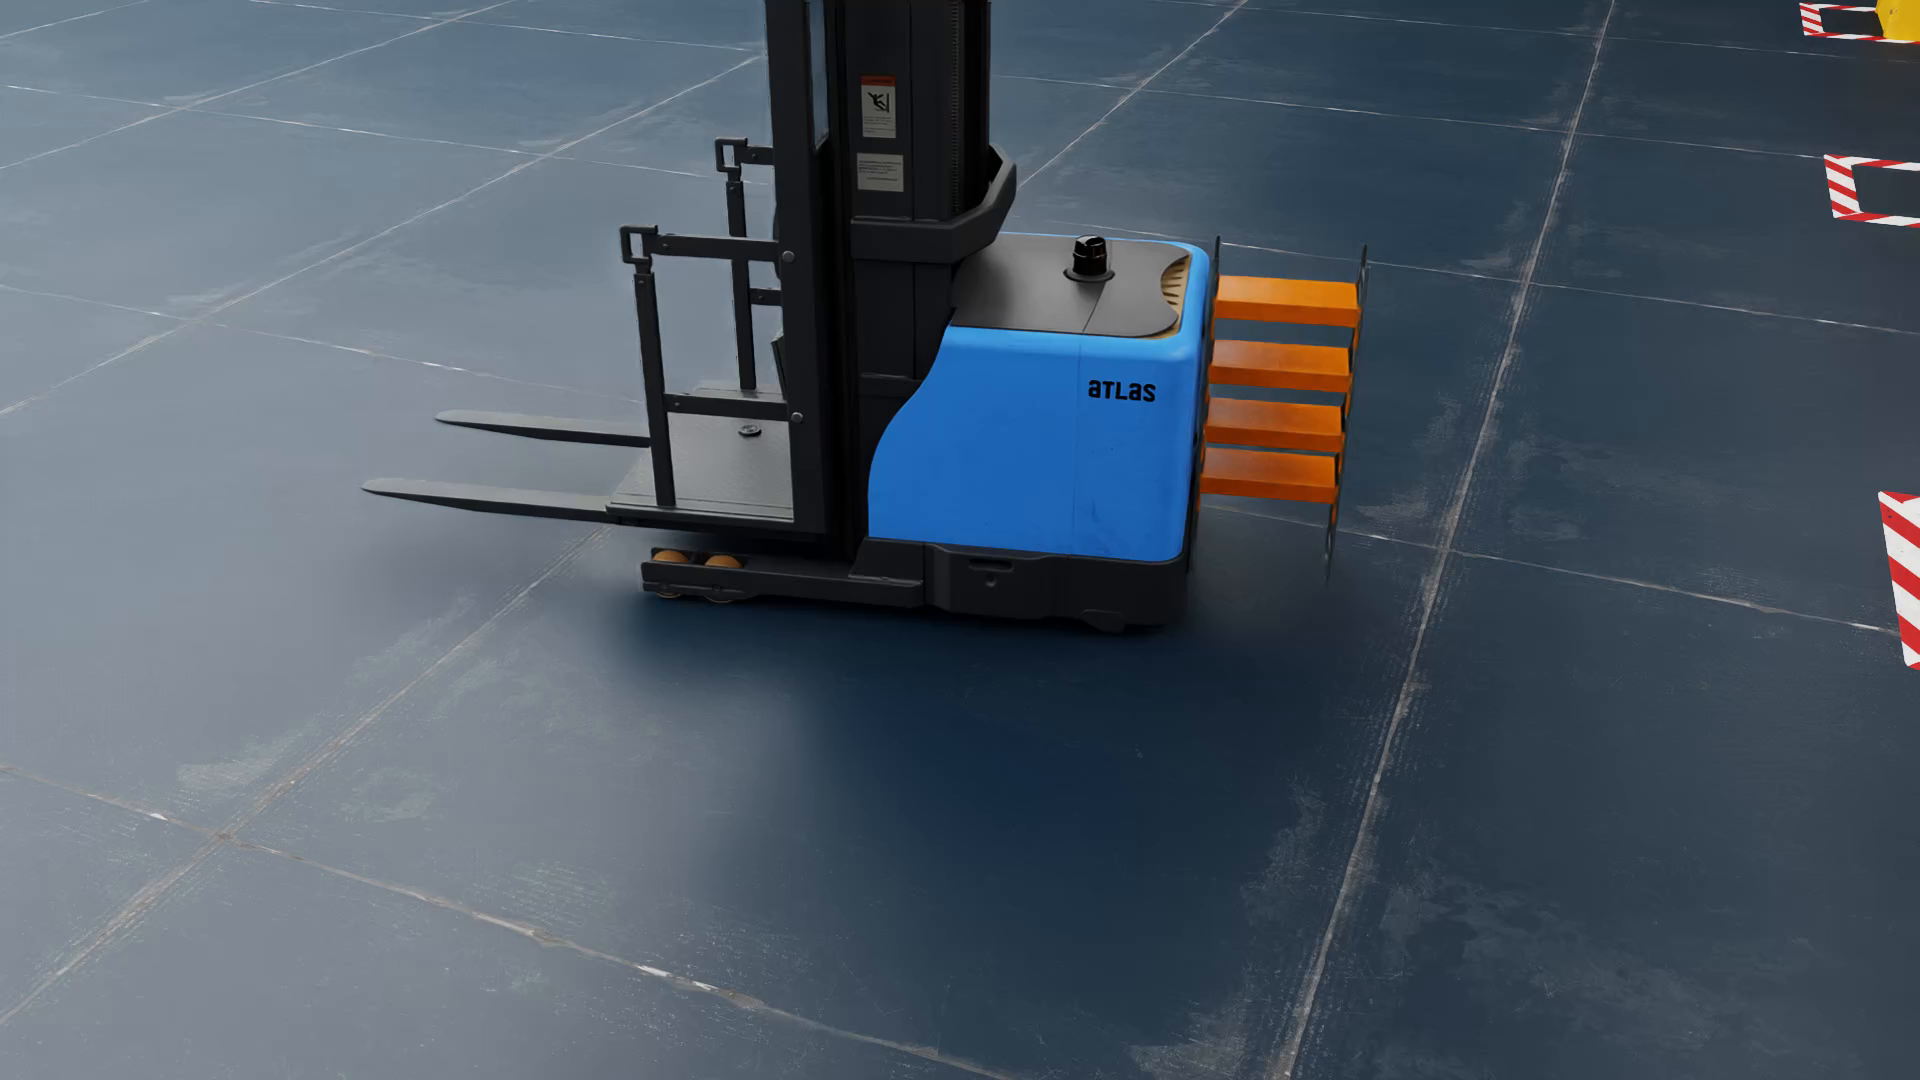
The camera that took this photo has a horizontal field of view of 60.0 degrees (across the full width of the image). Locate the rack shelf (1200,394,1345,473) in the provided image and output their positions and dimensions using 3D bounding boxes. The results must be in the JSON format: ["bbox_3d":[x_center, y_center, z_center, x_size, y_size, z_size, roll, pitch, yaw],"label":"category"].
[{"bbox_3d":[1.097,-0.376,5.833,0.480,0.148,0.258,5,30,9],"label":"rack shelf"}]

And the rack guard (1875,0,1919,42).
[{"bbox_3d":[7.821,-4.487,13.680,0.348,0.500,1.175,11,31,19],"label":"rack guard"}]

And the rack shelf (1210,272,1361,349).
[{"bbox_3d":[1.097,-0.777,5.607,0.480,0.148,0.258,5,30,9],"label":"rack shelf"}]

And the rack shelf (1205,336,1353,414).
[{"bbox_3d":[1.097,-0.571,5.723,0.480,0.148,0.258,5,30,9],"label":"rack shelf"}]

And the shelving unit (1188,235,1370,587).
[{"bbox_3d":[1.097,-0.435,5.800,0.503,1.200,0.258,5,30,9],"label":"shelving unit"}]

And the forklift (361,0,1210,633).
[{"bbox_3d":[-0.664,-1.302,5.575,3.031,2.935,1.130,5,30,9],"label":"forklift"}]

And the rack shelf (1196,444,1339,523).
[{"bbox_3d":[1.097,-0.203,5.931,0.480,0.148,0.258,5,30,9],"label":"rack shelf"}]

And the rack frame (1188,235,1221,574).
[{"bbox_3d":[0.856,-0.456,5.838,0.015,1.200,0.240,5,30,9],"label":"rack frame"}]

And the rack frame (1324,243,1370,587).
[{"bbox_3d":[1.337,-0.414,5.762,0.015,1.200,0.240,5,30,9],"label":"rack frame"}]
